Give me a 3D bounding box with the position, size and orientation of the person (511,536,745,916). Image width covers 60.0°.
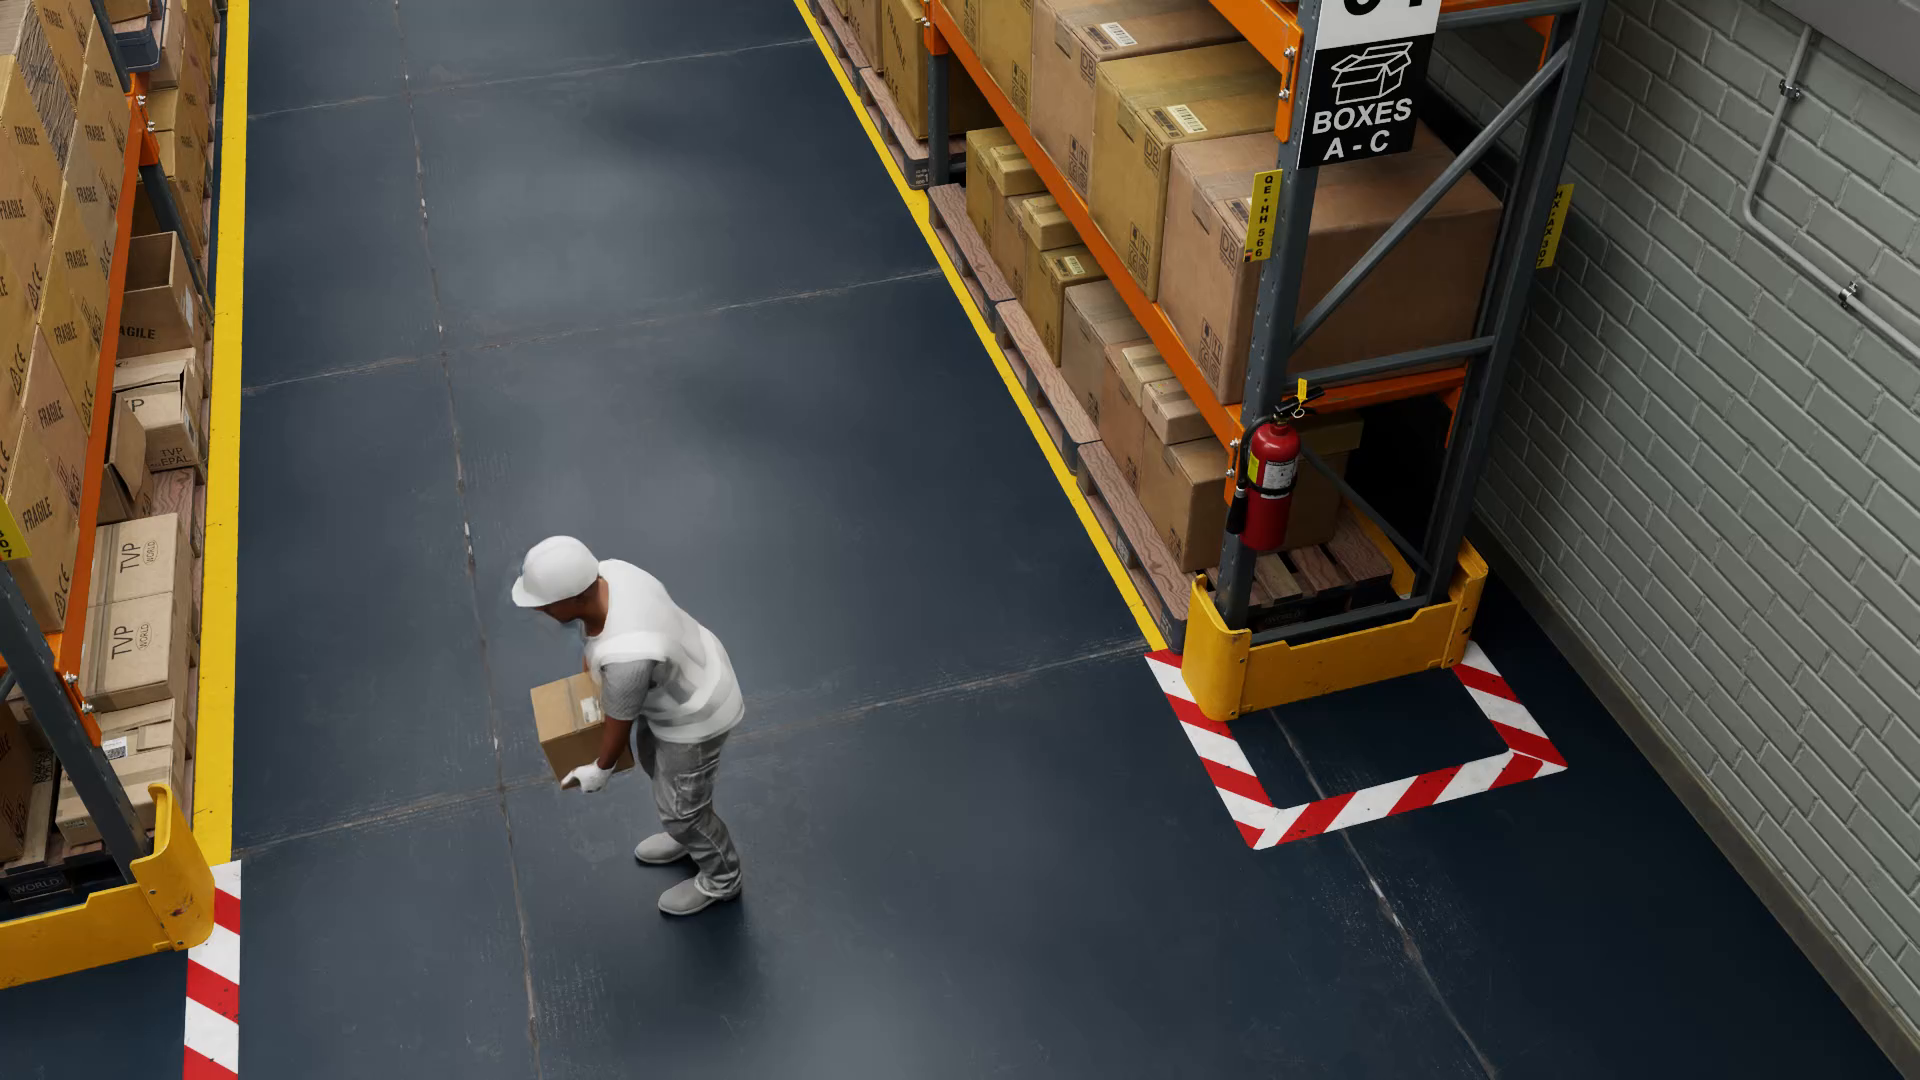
[{"bbox_3d":[-1.043,0.605,5.530,0.645,1.700,0.482,-13,43,-14],"label":"person"}]
